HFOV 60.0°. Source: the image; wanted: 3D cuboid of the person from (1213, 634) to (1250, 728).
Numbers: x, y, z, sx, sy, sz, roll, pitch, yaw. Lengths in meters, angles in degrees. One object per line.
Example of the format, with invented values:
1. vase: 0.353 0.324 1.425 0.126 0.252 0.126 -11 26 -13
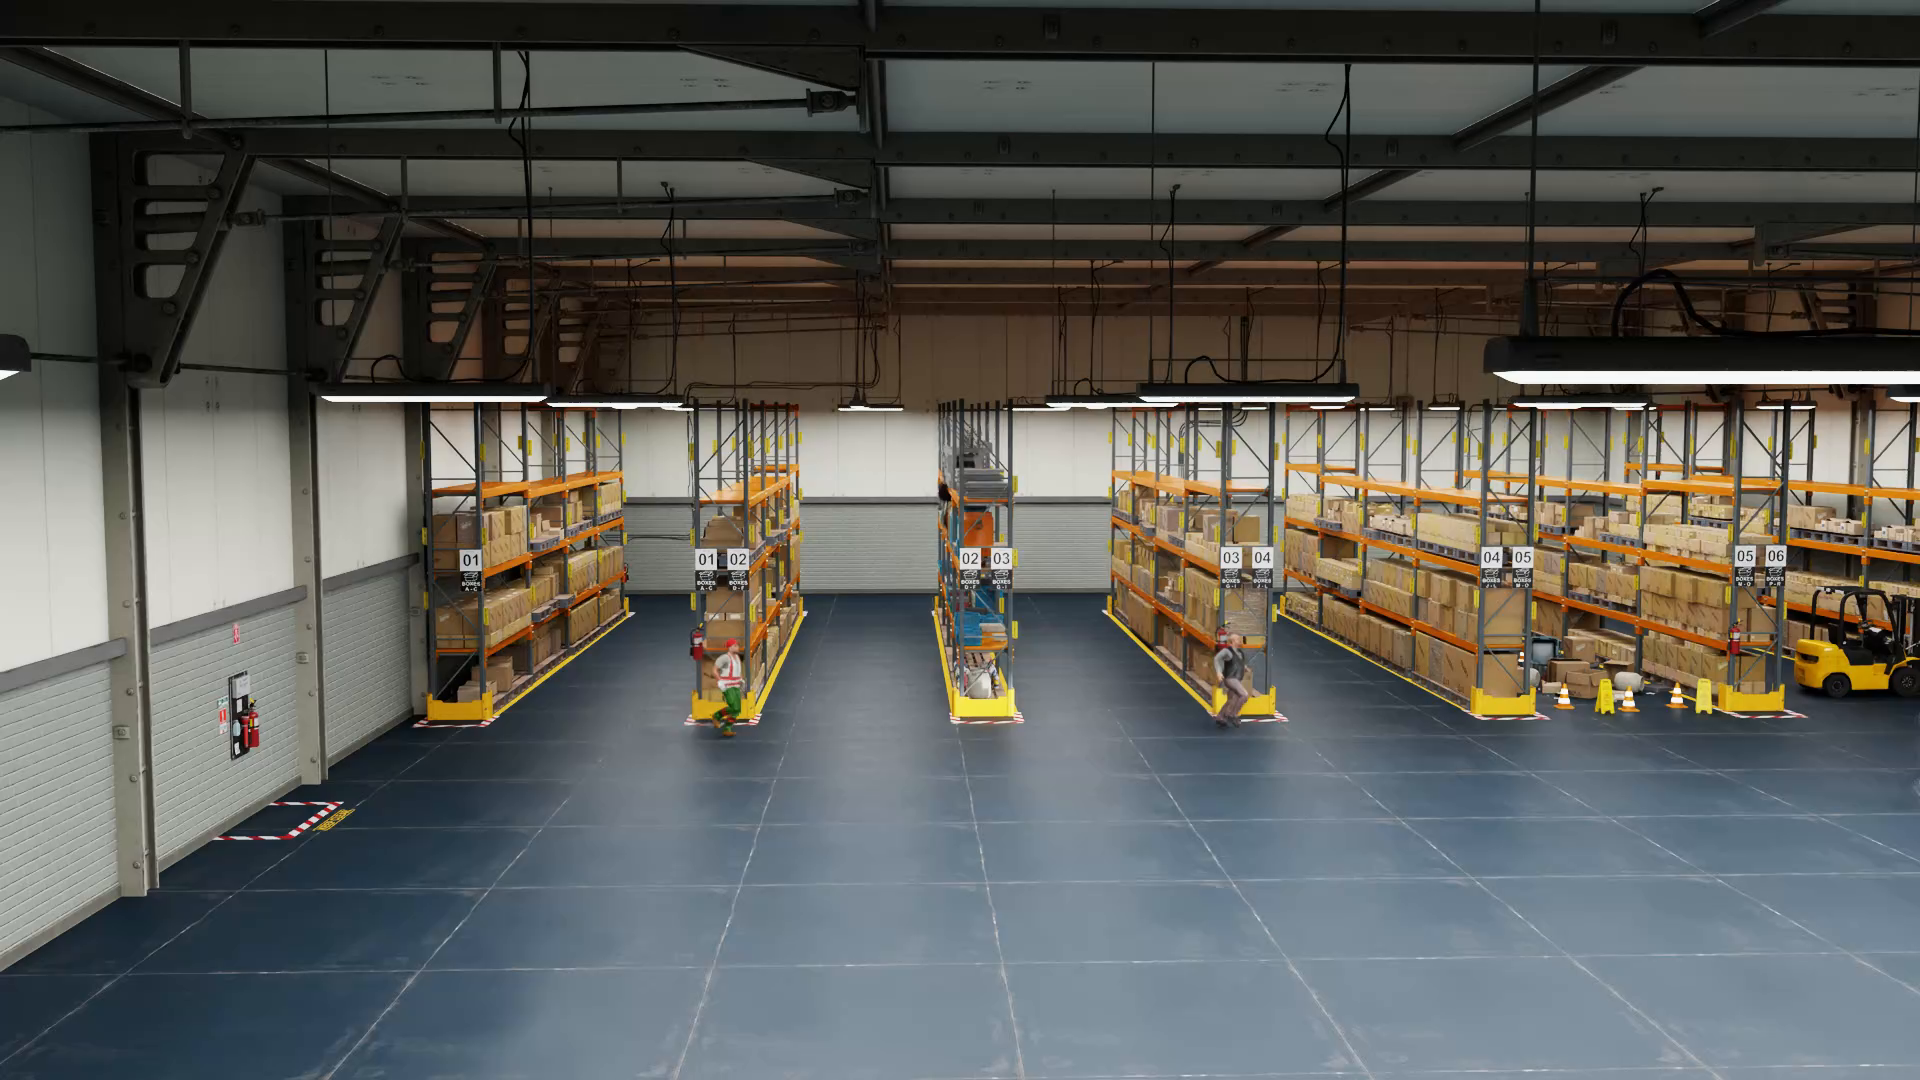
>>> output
1. person: 5.026 2.561 30.363 0.677 1.670 0.639 3 6 39

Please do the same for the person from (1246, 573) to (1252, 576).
1. person: 8.058 1.271 46.512 0.665 1.760 1.100 0 4 3

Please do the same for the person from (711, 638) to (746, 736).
1. person: -4.115 2.617 29.639 0.565 1.736 0.689 2 5 26
